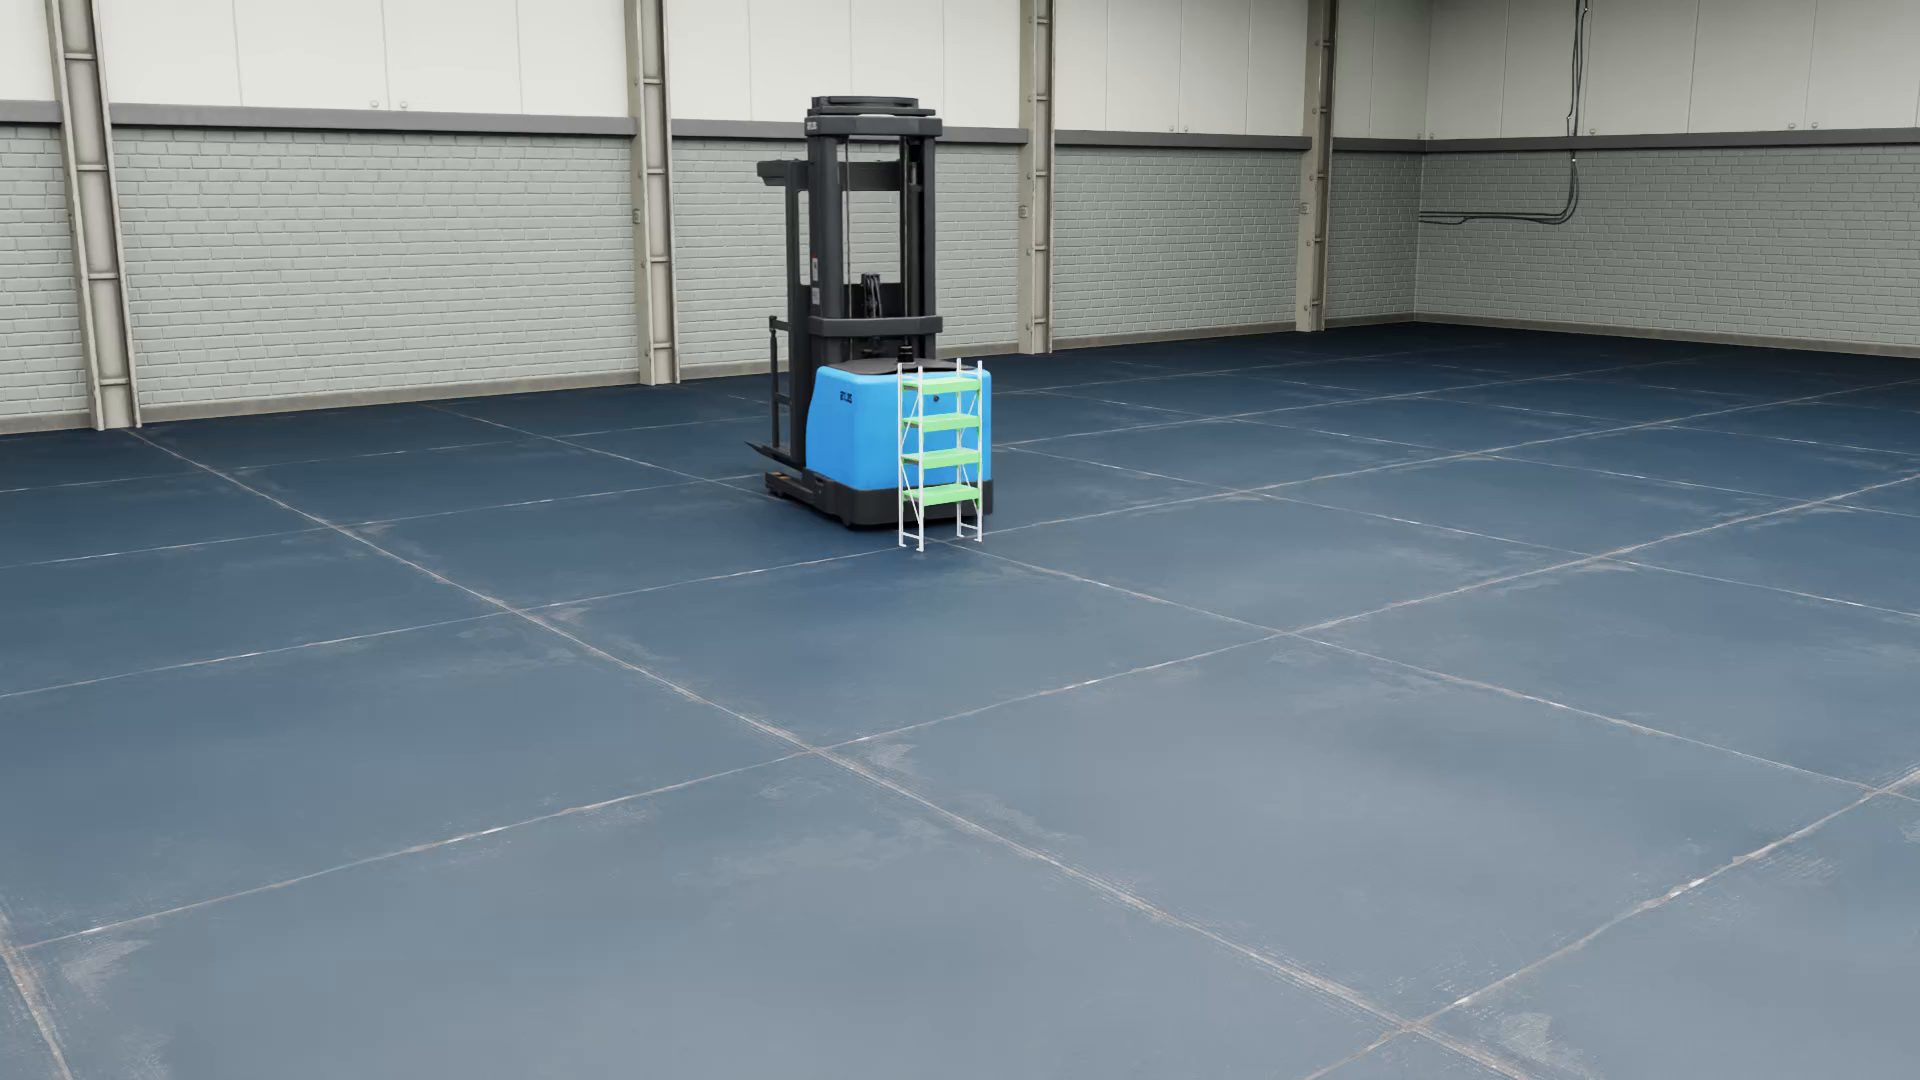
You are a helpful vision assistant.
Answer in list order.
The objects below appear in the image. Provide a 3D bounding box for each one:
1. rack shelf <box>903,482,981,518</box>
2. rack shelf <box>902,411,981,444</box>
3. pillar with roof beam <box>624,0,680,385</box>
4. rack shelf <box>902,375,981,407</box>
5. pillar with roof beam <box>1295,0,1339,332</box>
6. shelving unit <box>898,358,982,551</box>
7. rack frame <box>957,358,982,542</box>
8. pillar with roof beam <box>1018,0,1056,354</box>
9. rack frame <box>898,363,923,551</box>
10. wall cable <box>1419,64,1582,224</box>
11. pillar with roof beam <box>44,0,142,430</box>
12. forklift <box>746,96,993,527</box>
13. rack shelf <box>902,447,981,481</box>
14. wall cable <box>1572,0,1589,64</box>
[{"bbox_3d":[-0.129,-0.268,10.966,0.480,0.148,0.258,-9,15,-38],"label":"rack shelf"},{"bbox_3d":[-0.129,-0.738,10.866,0.480,0.148,0.258,-9,15,-38],"label":"rack shelf"},{"bbox_3d":[-0.930,-5.596,15.817,0.400,9.000,9.100,-9,15,-38],"label":"pillar with roof beam"},{"bbox_3d":[-0.129,-0.972,10.817,0.480,0.148,0.258,-9,15,-38],"label":"rack shelf"},{"bbox_3d":[8.440,-7.153,23.150,0.400,9.000,9.100,-9,15,-38],"label":"pillar with roof beam"},{"bbox_3d":[-0.129,-0.565,10.903,0.503,1.200,0.258,-9,15,-38],"label":"shelving unit"},{"bbox_3d":[0.061,-0.597,11.052,0.015,1.200,0.240,-9,15,-38],"label":"rack frame"},{"bbox_3d":[3.755,-6.374,19.483,0.400,9.000,9.100,-9,15,-38],"label":"pillar with roof beam"},{"bbox_3d":[-0.320,-0.534,10.754,0.015,1.200,0.240,-9,15,-38],"label":"rack frame"},{"bbox_3d":[8.877,-6.500,27.551,0.112,2.526,3.097,-9,15,-38],"label":"wall cable"},{"bbox_3d":[-5.615,-4.817,12.150,0.400,9.000,9.100,-9,15,-38],"label":"pillar with roof beam"},{"bbox_3d":[-0.850,-1.788,12.493,1.130,2.935,3.031,-6,13,-24],"label":"forklift"},{"bbox_3d":[-0.129,-0.503,10.916,0.480,0.148,0.258,-9,15,-38],"label":"rack shelf"},{"bbox_3d":[10.567,-8.532,24.960,0.112,2.526,3.097,-9,15,-38],"label":"wall cable"}]
